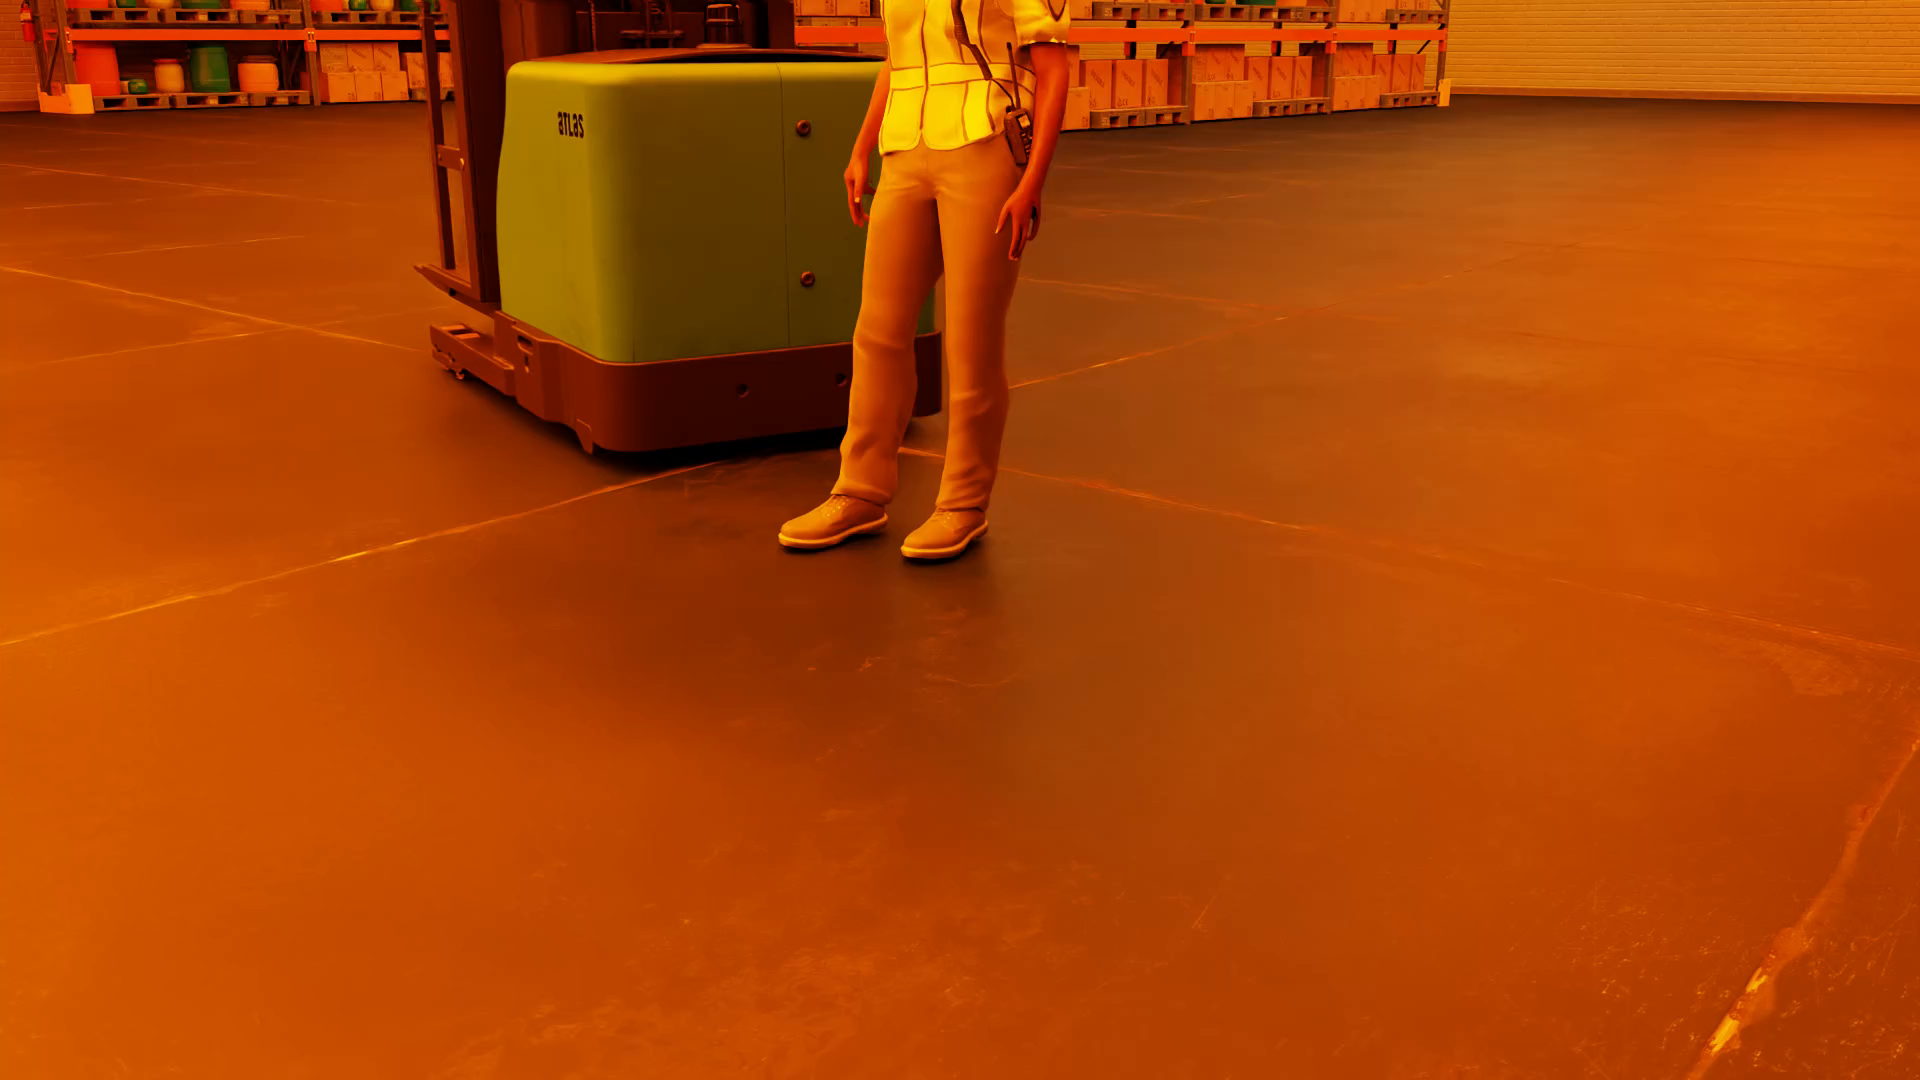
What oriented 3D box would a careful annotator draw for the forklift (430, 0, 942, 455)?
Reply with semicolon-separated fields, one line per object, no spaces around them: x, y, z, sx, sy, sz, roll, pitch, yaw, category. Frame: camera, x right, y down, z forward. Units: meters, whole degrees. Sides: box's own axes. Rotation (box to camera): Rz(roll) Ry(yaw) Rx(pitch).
-1.233;-2.015;5.533;1.130;2.935;3.031;-10;19;-29;forklift

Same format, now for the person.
-0.013;-0.850;3.686;0.510;1.628;0.394;13;21;37;person
